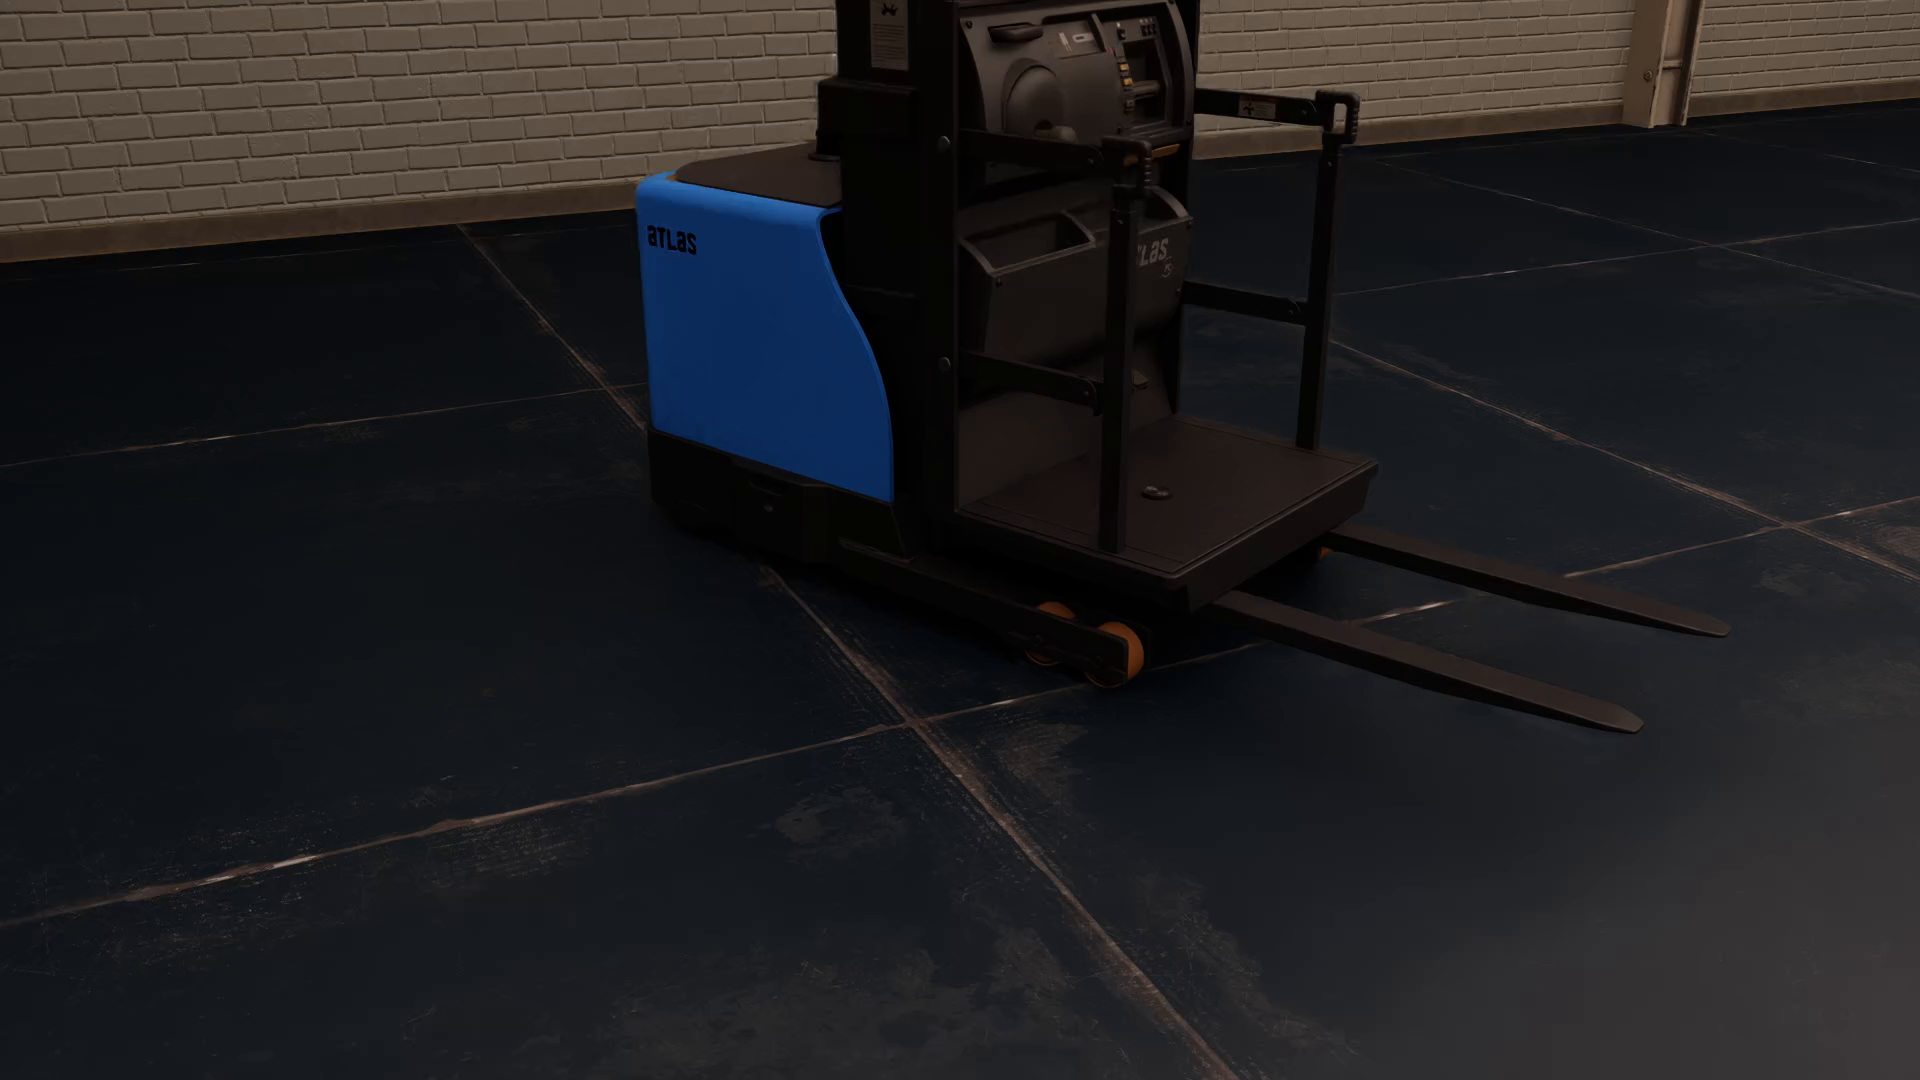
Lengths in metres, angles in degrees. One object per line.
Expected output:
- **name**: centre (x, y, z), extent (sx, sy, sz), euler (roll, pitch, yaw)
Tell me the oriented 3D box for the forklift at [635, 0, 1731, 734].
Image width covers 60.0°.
- **forklift**: centre (0.484, -1.207, 4.192), extent (3.031, 2.935, 1.130), euler (18, 28, 36)
